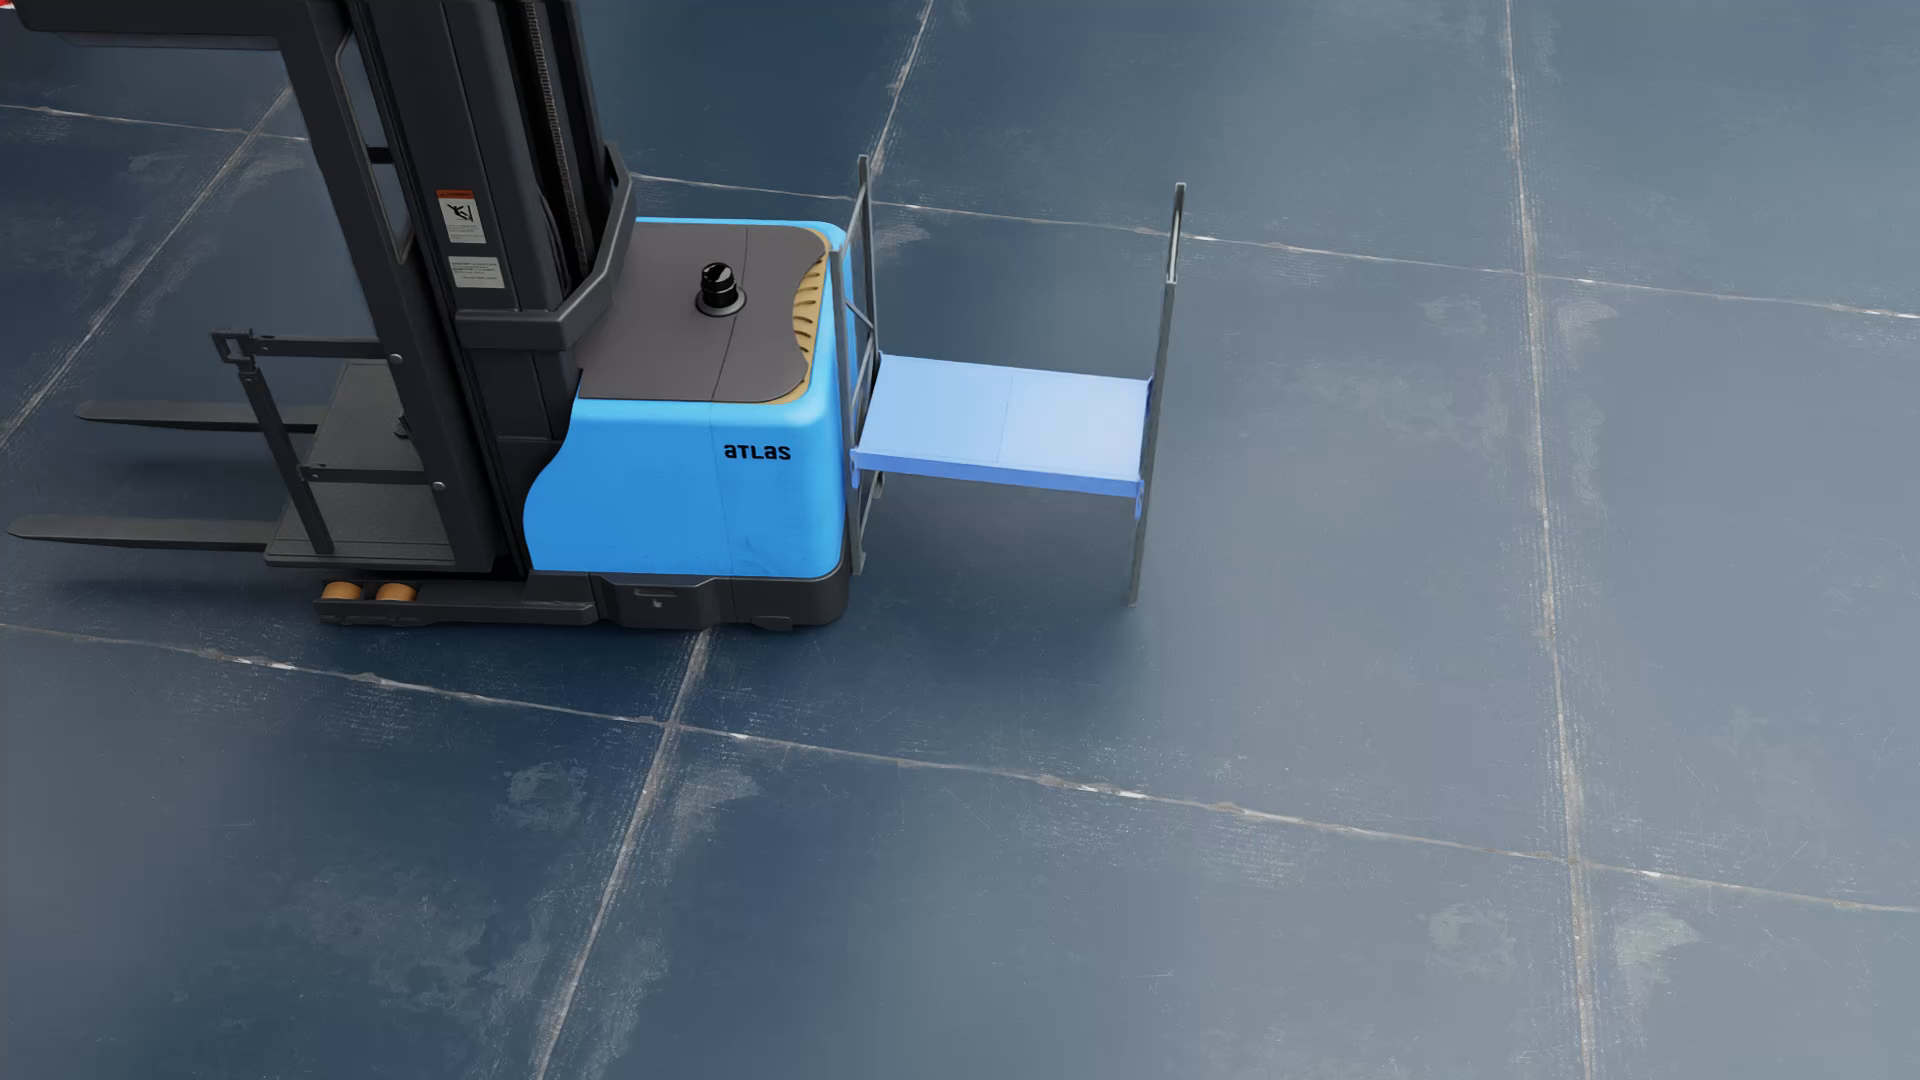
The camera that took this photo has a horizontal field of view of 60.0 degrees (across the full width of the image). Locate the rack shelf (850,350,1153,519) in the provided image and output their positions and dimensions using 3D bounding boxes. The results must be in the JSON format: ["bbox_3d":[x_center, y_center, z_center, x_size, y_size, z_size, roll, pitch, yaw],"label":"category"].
[{"bbox_3d":[0.158,-0.377,5.823,1.000,0.185,0.538,6,48,6],"label":"rack shelf"}]

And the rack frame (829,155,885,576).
[{"bbox_3d":[-0.345,-0.553,5.739,0.032,1.500,0.500,6,48,6],"label":"rack frame"}]

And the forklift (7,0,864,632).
[{"bbox_3d":[-1.902,-1.061,5.233,3.031,2.935,1.130,2,48,2],"label":"forklift"}]

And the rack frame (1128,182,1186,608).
[{"bbox_3d":[0.661,-0.442,5.639,0.032,1.500,0.500,6,48,6],"label":"rack frame"}]

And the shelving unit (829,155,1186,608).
[{"bbox_3d":[0.158,-0.498,5.689,1.048,1.500,0.538,6,48,6],"label":"shelving unit"}]
